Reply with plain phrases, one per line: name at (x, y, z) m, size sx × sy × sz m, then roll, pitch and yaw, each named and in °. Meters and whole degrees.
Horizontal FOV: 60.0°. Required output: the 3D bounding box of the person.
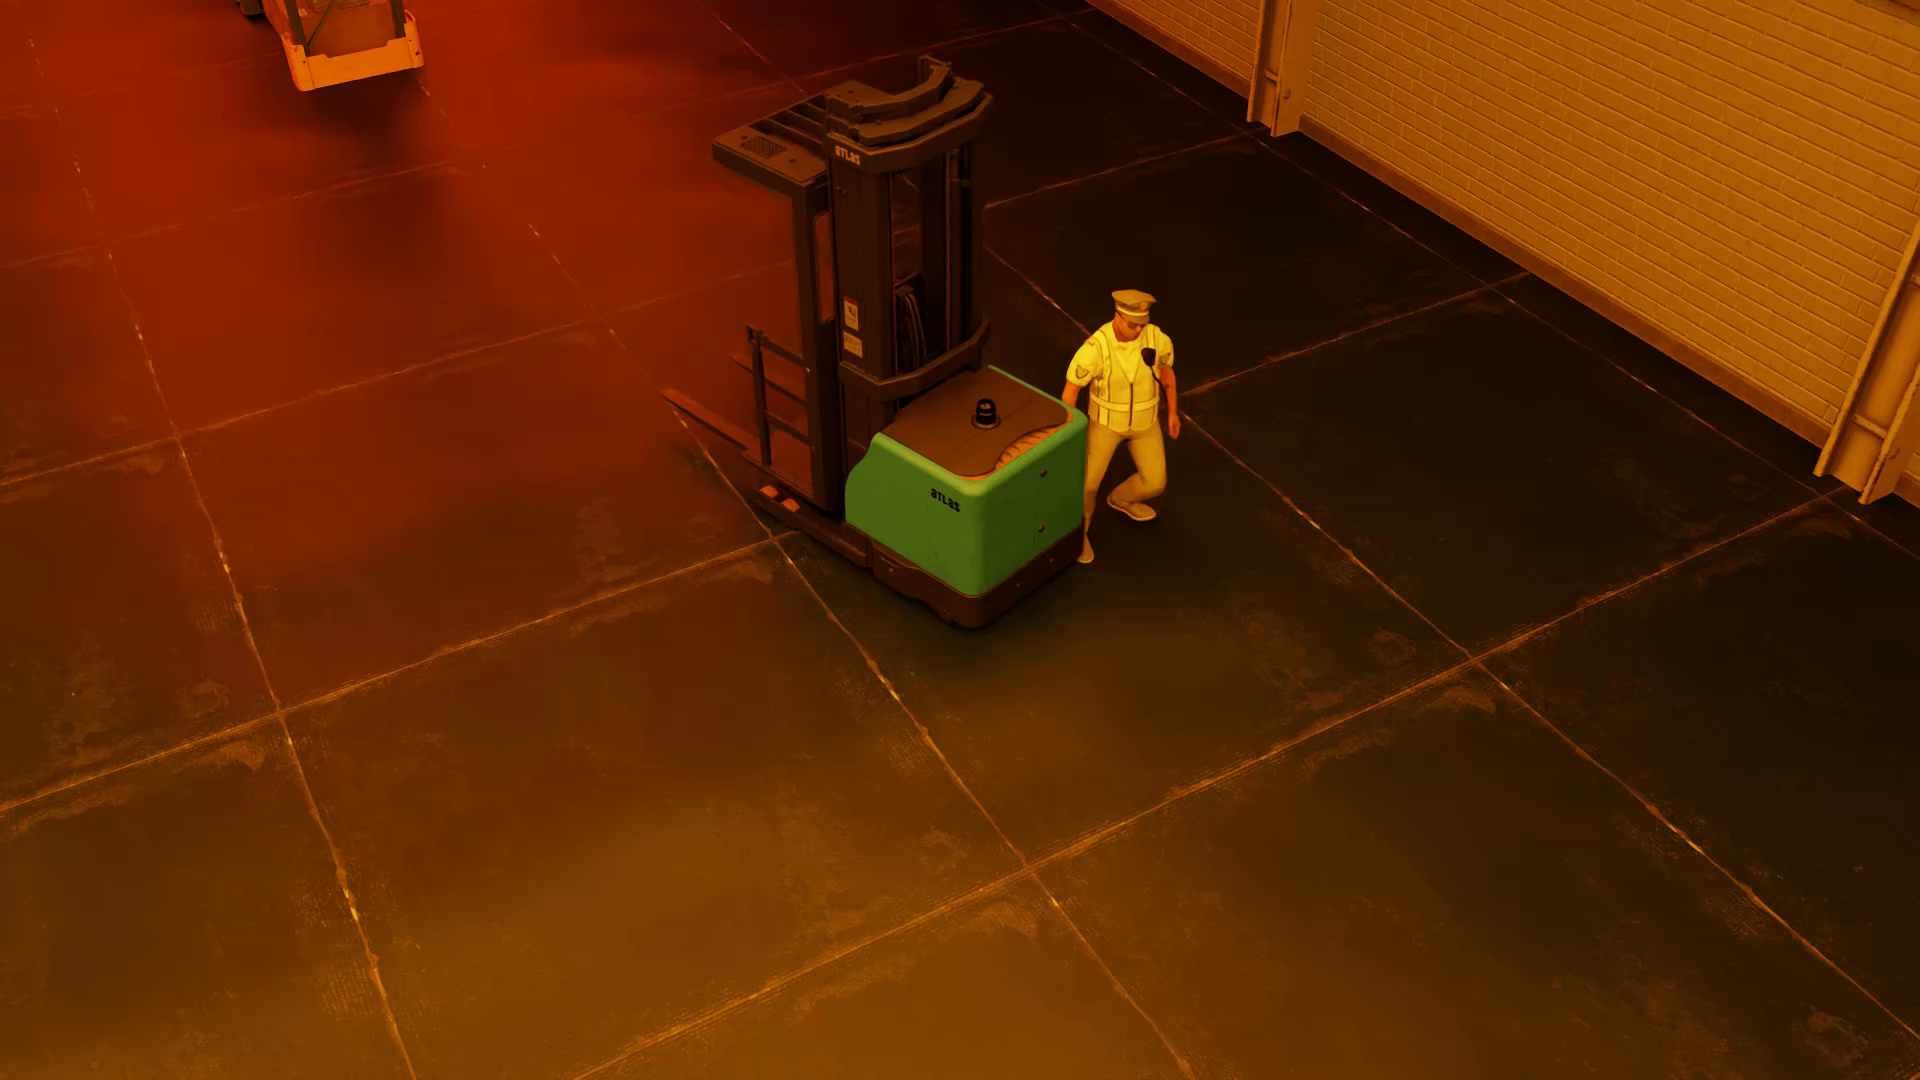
person at (0.948, -0.687, 9.844) m, size 0.765 × 1.696 × 0.556 m, roll -4°, pitch 40°, yaw -5°

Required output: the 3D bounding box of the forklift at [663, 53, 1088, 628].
forklift at (-0.667, -1.439, 9.771) m, size 3.031 × 2.935 × 1.130 m, roll 31°, pitch 49°, yaw 32°
